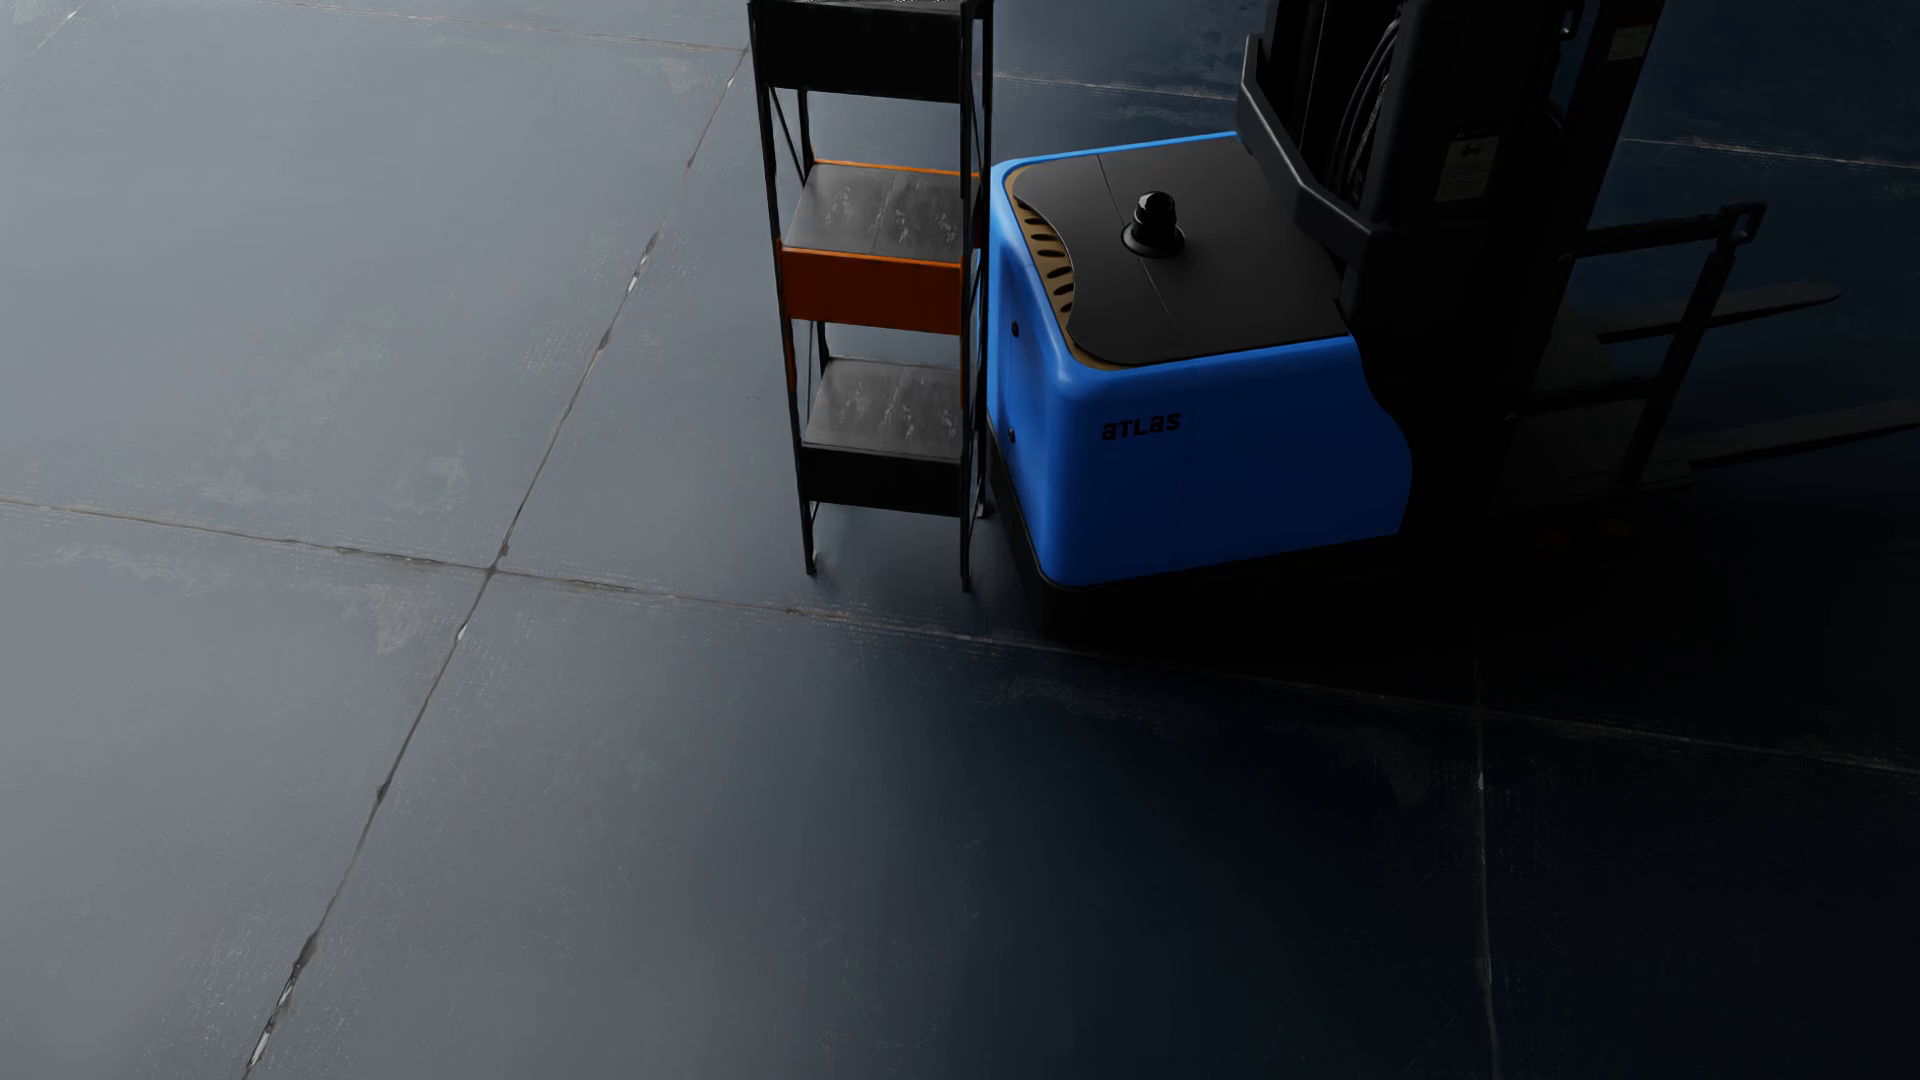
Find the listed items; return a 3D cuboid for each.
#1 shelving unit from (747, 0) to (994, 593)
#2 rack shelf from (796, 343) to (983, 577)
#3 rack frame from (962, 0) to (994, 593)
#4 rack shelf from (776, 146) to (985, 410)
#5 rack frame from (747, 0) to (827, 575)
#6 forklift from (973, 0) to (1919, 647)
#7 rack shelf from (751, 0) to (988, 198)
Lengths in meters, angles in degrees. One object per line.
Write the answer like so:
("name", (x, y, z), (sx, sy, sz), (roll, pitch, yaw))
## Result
("shelving unit", (-0.197, -0.715, 4.480), (0.503, 2.100, 0.431), (7, 48, 6))
("rack shelf", (-0.197, -0.238, 5.011), (0.480, 0.518, 0.431), (7, 48, 6))
("rack frame", (0.045, -0.687, 4.456), (0.015, 2.100, 0.400), (7, 48, 6))
("rack shelf", (-0.197, -0.706, 4.491), (0.480, 0.518, 0.431), (7, 48, 6))
("rack frame", (-0.438, -0.742, 4.505), (0.015, 2.100, 0.400), (7, 48, 6))
("forklift", (1.611, -1.234, 4.389), (3.031, 2.935, 1.130), (-9, 49, -8))
("rack shelf", (-0.197, -1.173, 3.970), (0.480, 0.518, 0.431), (7, 48, 6))
